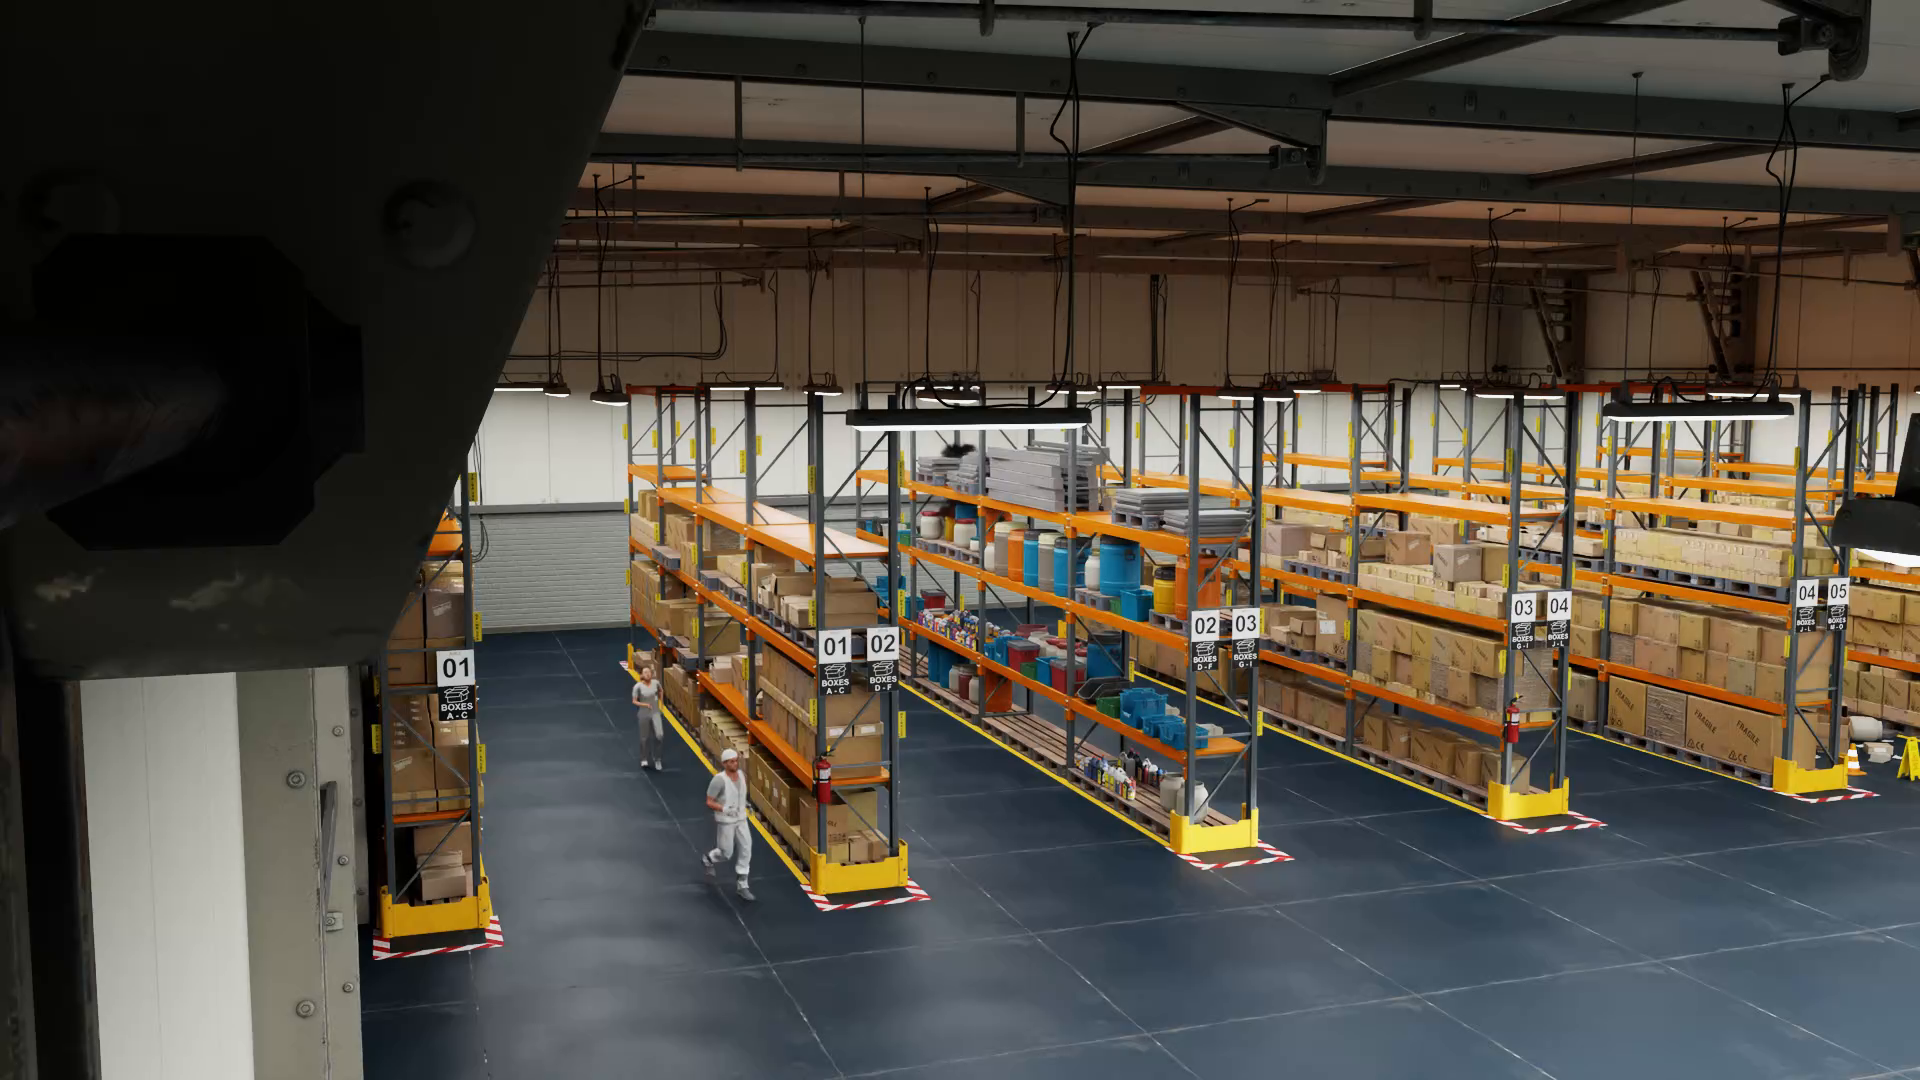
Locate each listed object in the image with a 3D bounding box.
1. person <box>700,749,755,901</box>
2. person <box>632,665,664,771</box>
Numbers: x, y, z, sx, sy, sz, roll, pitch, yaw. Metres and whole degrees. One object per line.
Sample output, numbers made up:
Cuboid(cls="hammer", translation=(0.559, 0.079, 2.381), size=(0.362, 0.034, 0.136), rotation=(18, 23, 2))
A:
Cuboid(cls="person", translation=(-2.786, 3.392, 20.050), size=(0.916, 1.795, 0.660), rotation=(6, 8, 44))
Cuboid(cls="person", translation=(-4.896, 2.793, 26.200), size=(0.549, 1.668, 0.700), rotation=(-2, 6, -22))
